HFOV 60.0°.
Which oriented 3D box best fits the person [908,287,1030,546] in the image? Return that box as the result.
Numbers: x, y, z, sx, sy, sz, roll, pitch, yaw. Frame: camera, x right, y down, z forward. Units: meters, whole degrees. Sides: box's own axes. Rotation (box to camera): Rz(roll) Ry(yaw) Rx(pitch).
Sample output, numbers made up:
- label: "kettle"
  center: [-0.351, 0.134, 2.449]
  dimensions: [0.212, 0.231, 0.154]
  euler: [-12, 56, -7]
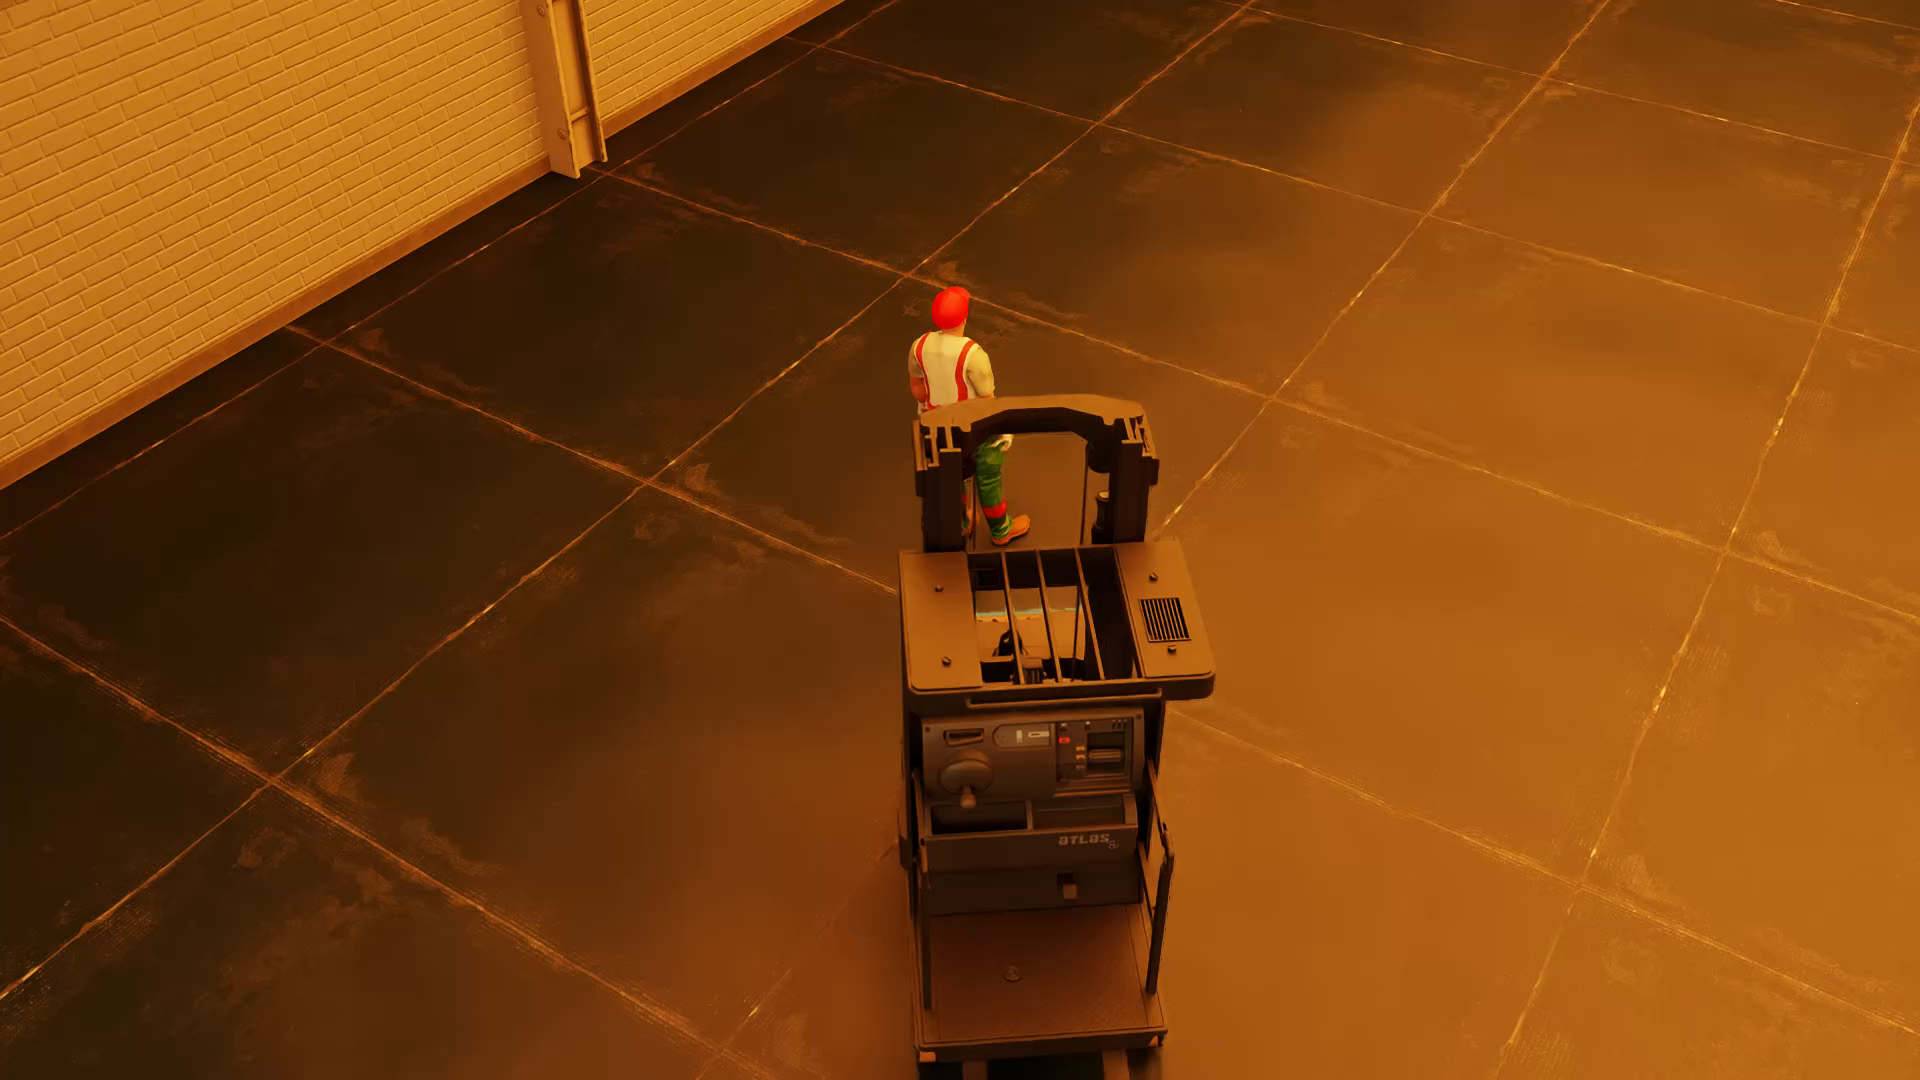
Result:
- label: "person"
  center: [0.053, -0.728, 9.698]
  dimensions: [0.638, 1.787, 0.564]
  euler: [22, 45, 24]

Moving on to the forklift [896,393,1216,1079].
- label: "forklift"
  center: [0.327, 0.992, 6.796]
  dimensions: [1.130, 2.935, 3.031]
  euler: [-3, 40, -3]
